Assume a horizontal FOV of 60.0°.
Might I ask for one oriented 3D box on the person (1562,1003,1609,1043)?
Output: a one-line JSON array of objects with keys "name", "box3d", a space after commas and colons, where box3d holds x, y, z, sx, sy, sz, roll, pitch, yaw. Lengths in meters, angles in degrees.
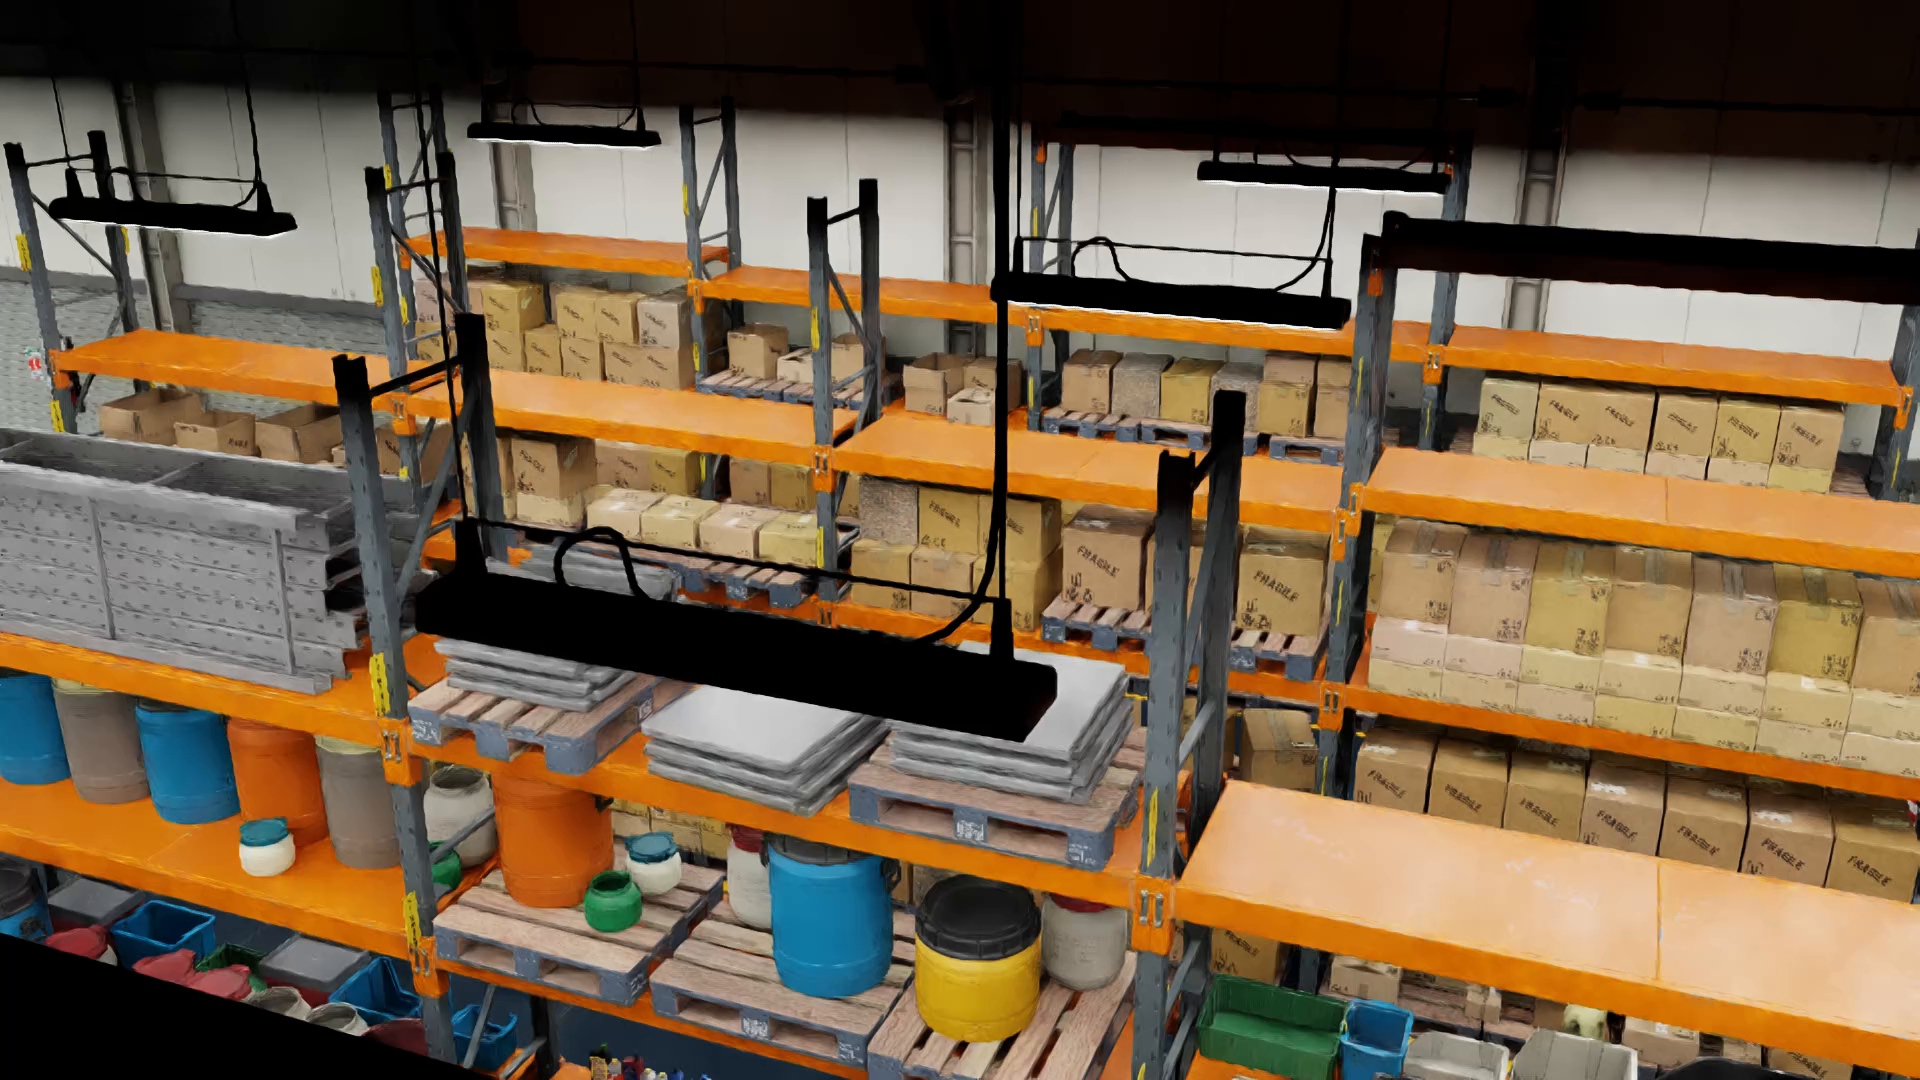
[{"name": "person", "box3d": [4.097, 3.470, 10.999, 1.110, 1.591, 0.446, 7, 22, 18]}]
